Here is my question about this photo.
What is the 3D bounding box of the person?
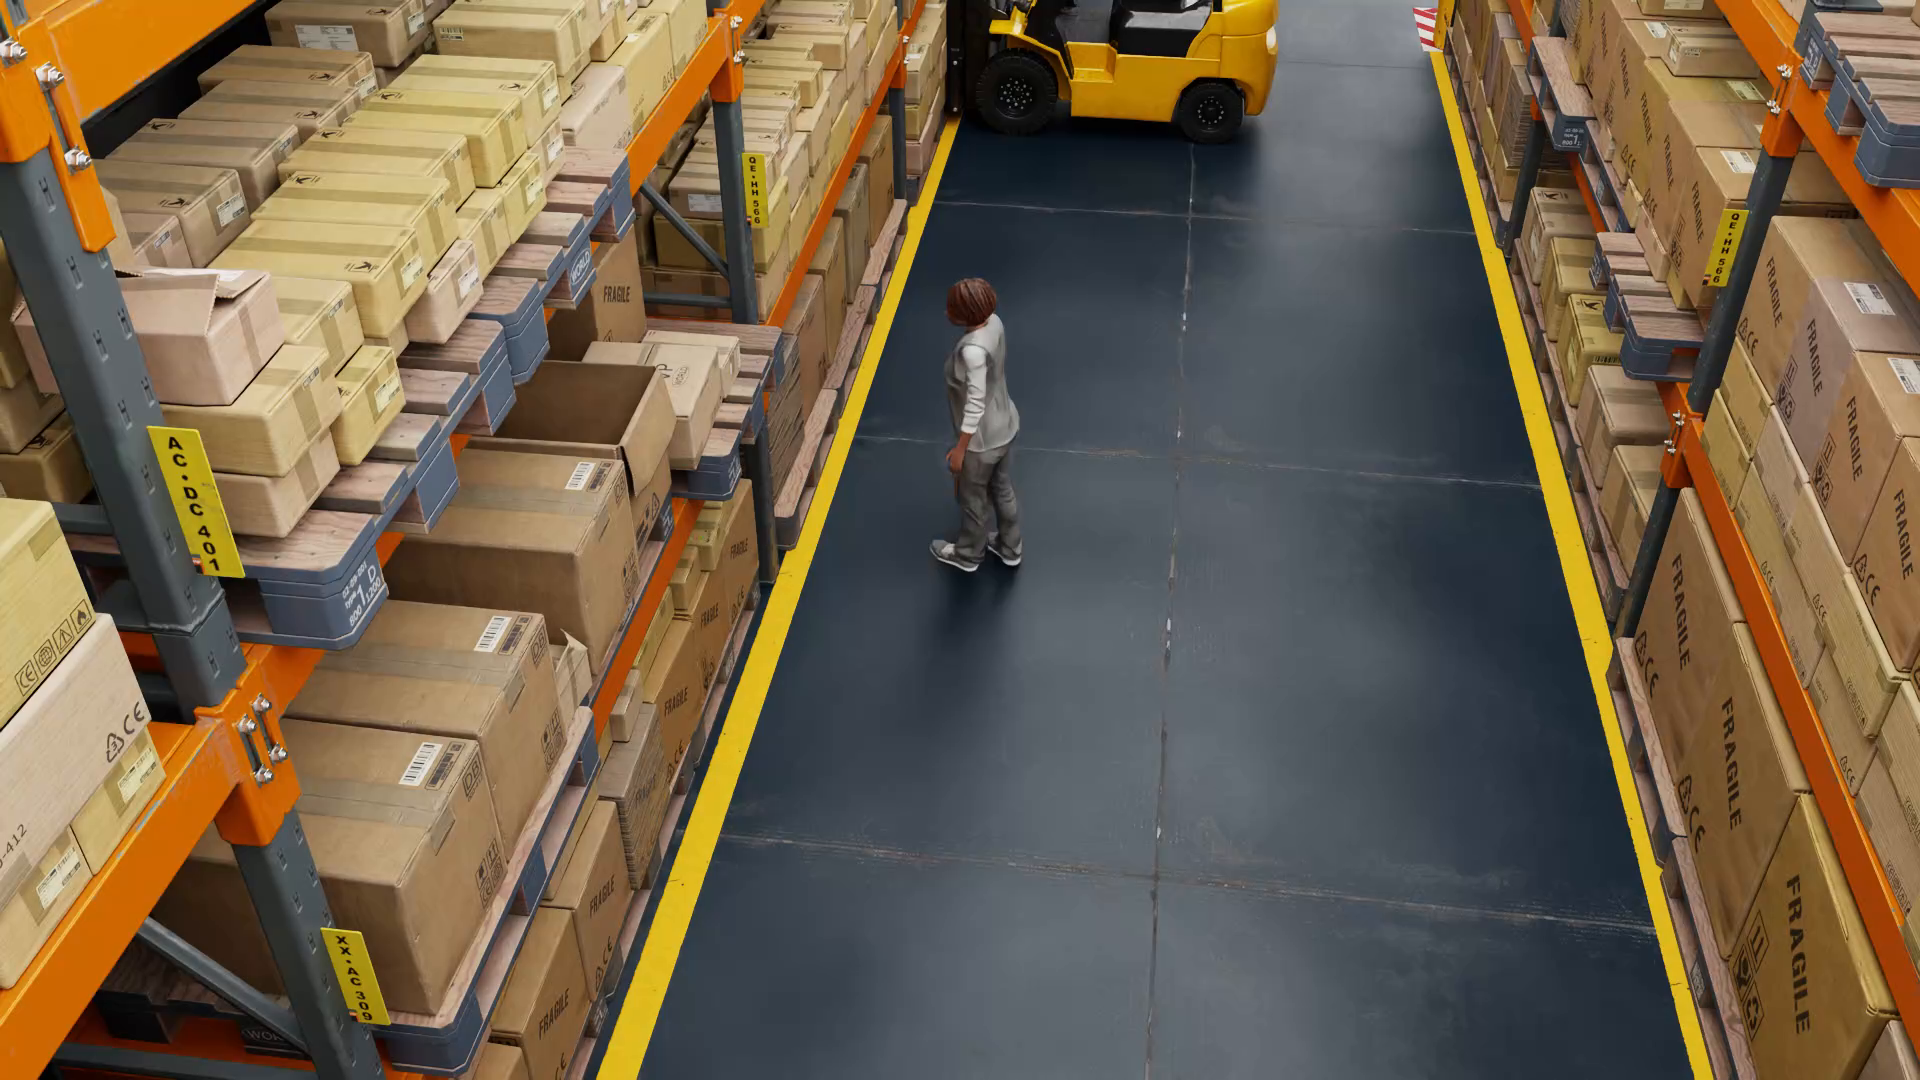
[{"bbox_3d":[0.068,-0.509,7.706,0.462,1.593,0.487,8,37,11],"label":"person"}]
